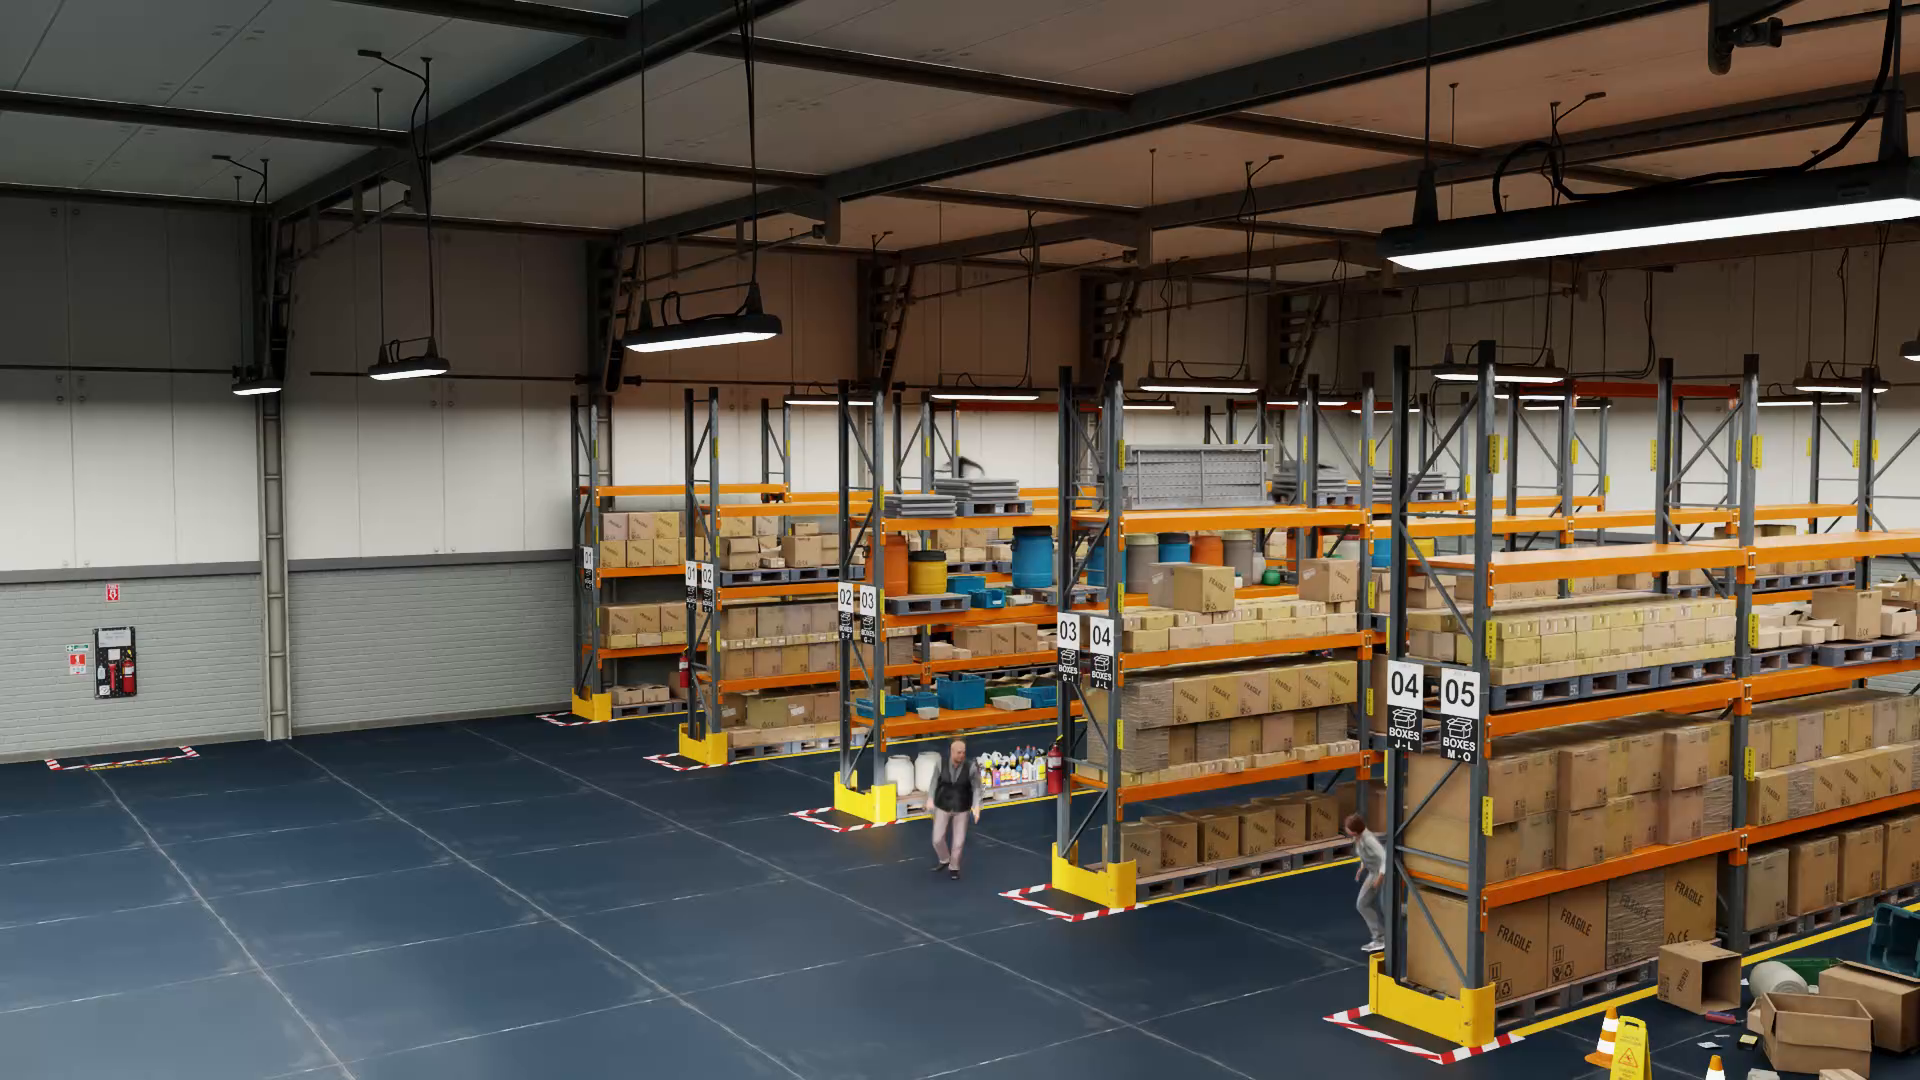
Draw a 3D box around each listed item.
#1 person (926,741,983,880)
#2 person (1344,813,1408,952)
[{"bbox_3d":[-0.073,3.159,19.428,0.679,1.680,0.603,0,3,2],"label":"person"},{"bbox_3d":[4.326,3.448,16.850,0.965,1.420,0.535,-1,4,-18],"label":"person"}]
